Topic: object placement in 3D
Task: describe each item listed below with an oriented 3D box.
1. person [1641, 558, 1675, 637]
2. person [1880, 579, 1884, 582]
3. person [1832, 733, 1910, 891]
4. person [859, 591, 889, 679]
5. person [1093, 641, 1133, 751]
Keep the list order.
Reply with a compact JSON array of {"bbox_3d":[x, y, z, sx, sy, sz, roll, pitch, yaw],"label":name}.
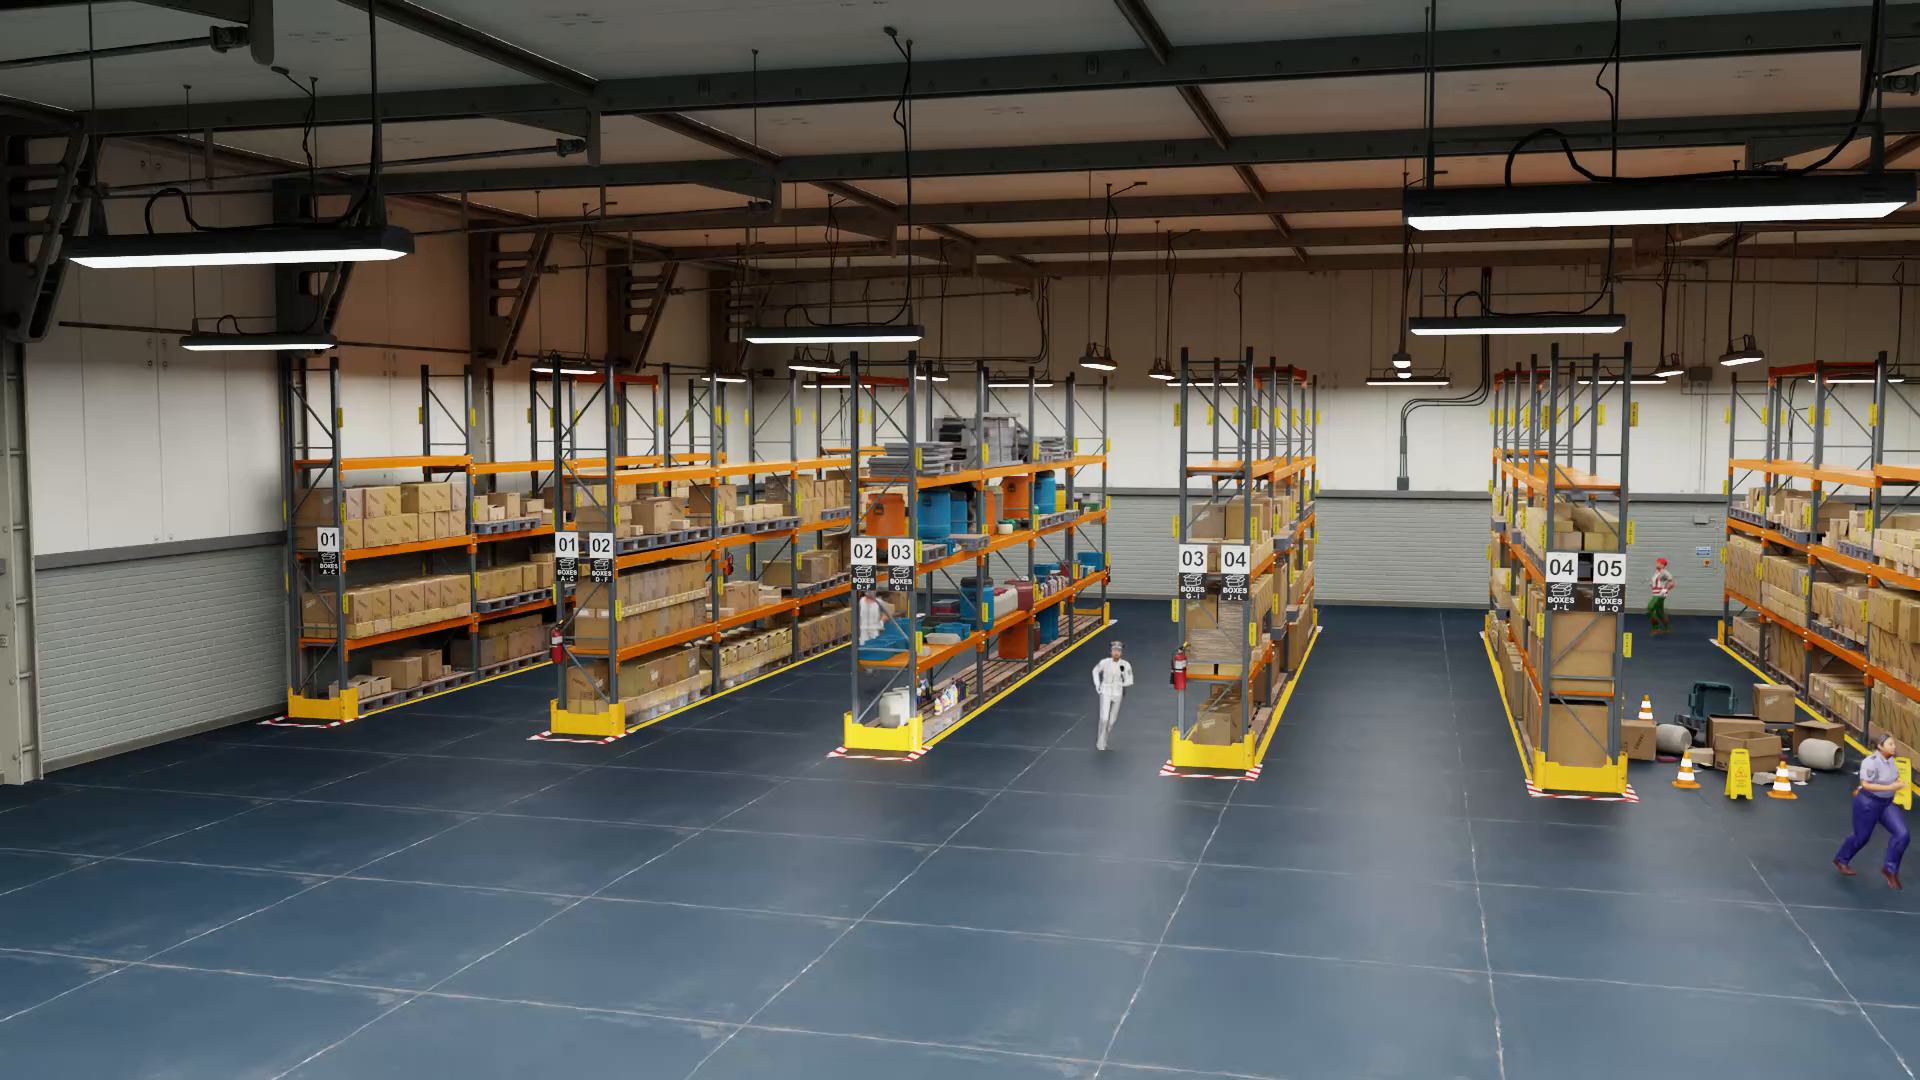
[{"bbox_3d":[15.970,1.317,38.042,0.704,1.824,0.632,1,4,12],"label":"person"},{"bbox_3d":[18.171,1.668,32.883,0.691,1.789,1.034,1,4,11],"label":"person"},{"bbox_3d":[9.788,2.885,17.851,0.626,1.685,0.828,-2,5,-26],"label":"person"},{"bbox_3d":[-1.647,1.668,30.265,0.644,1.780,0.575,1,4,7],"label":"person"},{"bbox_3d":[2.299,2.336,24.981,0.588,1.669,0.611,0,4,0],"label":"person"}]
